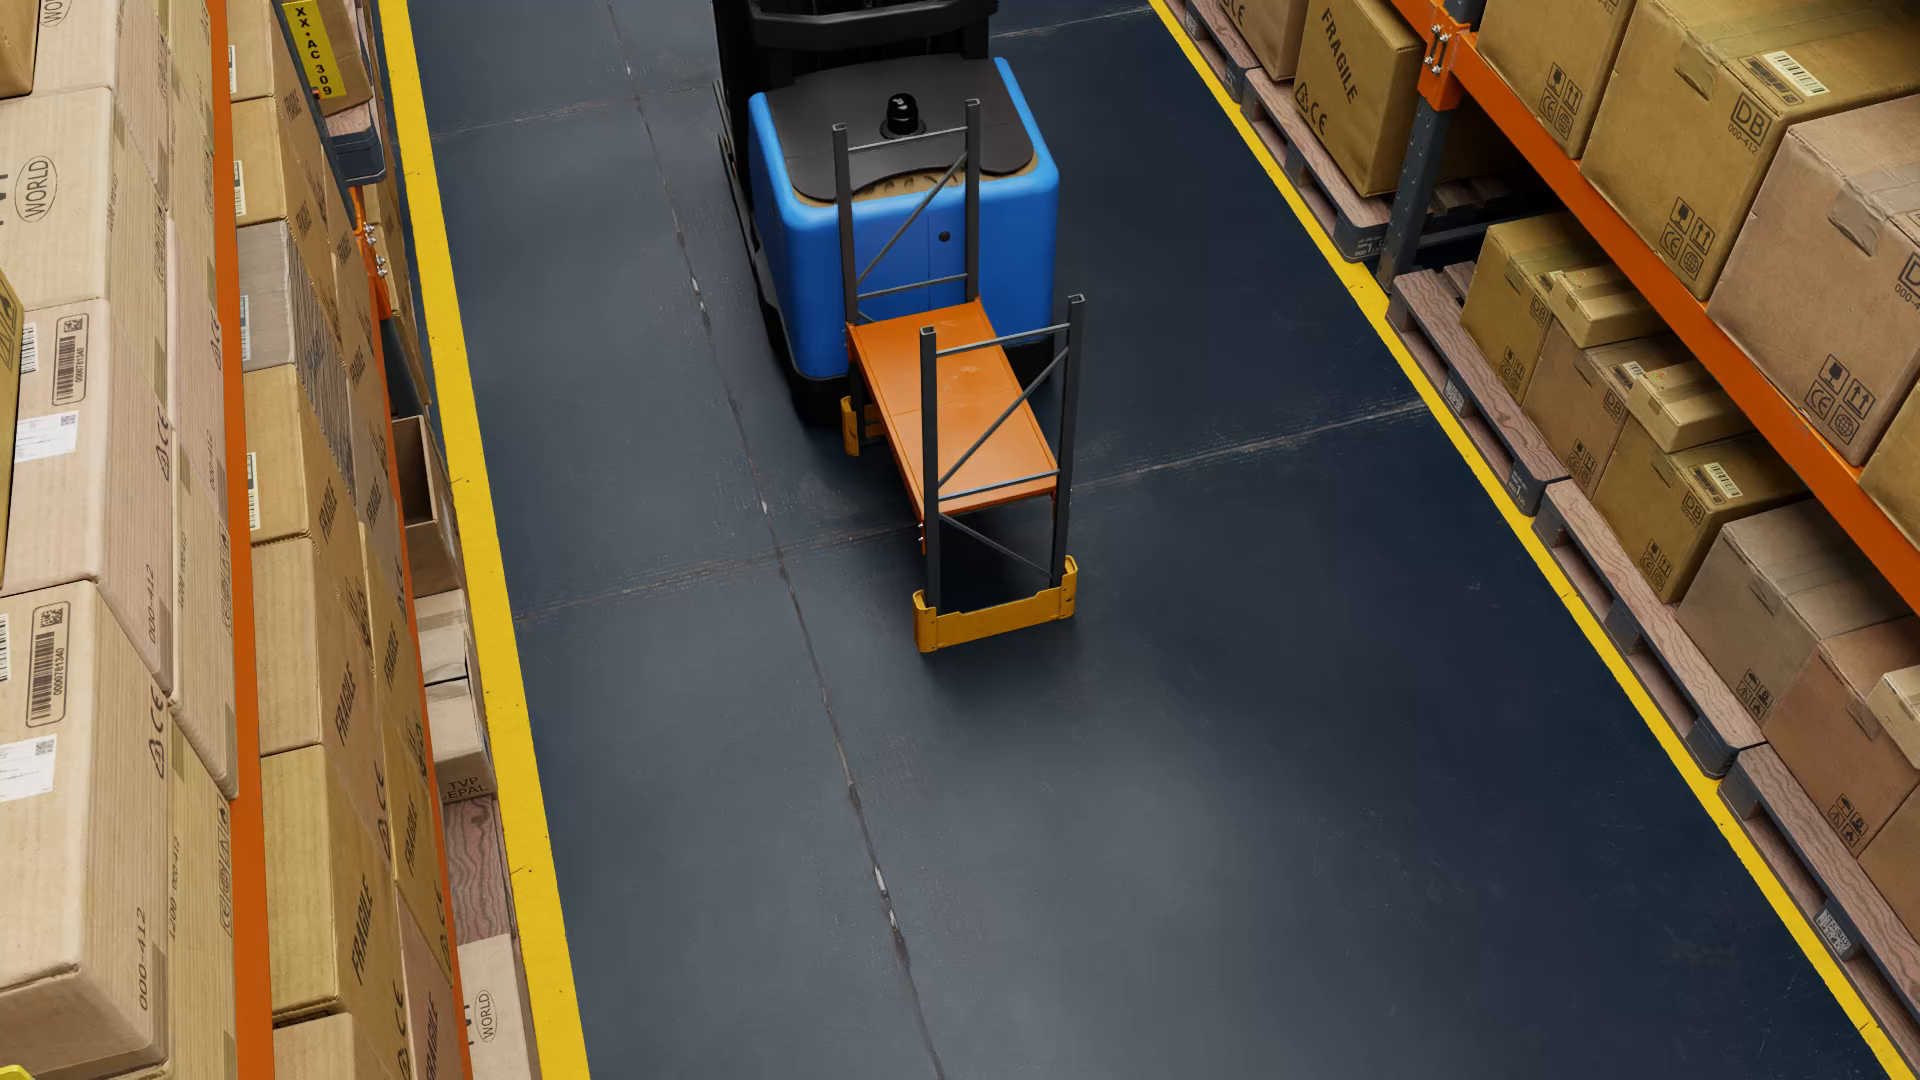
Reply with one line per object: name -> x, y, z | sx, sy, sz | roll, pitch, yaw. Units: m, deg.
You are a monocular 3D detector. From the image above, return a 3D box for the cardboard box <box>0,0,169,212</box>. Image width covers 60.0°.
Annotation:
cardboard box -> -1.598, -0.737, 2.719 | 0.500, 0.250, 0.500 | -13, 51, -11

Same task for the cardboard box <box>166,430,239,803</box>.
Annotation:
cardboard box -> -1.300, 0.154, 2.295 | 0.500, 0.250, 0.500 | -13, 51, -11

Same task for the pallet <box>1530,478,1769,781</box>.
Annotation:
pallet -> 2.807, 0.193, 5.949 | 1.003, 0.211, 1.213 | -13, 51, -11

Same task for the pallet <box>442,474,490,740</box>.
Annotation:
pallet -> -2.236, 0.352, 5.815 | 1.003, 0.211, 1.213 | -13, 51, -11

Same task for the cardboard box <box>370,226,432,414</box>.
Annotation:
cardboard box -> -2.349, -0.793, 6.304 | 0.500, 0.500, 0.500 | -15, 52, -13

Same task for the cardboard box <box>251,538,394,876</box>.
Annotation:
cardboard box -> -1.440, 0.388, 3.242 | 0.500, 0.500, 0.500 | -13, 51, -10

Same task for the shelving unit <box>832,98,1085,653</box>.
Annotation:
shelving unit -> -0.023, -0.539, 5.724 | 0.587, 1.500, 1.083 | -13, 51, -11

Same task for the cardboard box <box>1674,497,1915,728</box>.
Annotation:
cardboard box -> 2.875, 0.199, 5.480 | 0.700, 0.500, 0.500 | -15, 51, -12

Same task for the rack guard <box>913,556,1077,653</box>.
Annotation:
rack guard -> 0.125, 0.227, 5.895 | 0.587, 0.250, 0.087 | -13, 51, -11

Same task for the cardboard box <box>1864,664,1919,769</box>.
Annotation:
cardboard box -> 2.884, 0.484, 4.816 | 0.380, 0.149, 0.250 | -12, 51, -10

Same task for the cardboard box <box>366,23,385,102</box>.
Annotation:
cardboard box -> -2.968, -2.298, 7.573 | 0.500, 0.500, 0.500 | -15, 51, -12

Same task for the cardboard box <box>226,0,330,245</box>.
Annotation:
cardboard box -> -2.042, -1.092, 4.490 | 0.500, 0.500, 0.500 | -13, 51, -11

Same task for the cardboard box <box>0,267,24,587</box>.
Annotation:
cardboard box -> -1.490, -0.204, 1.779 | 0.700, 0.500, 0.500 | -13, 51, -11

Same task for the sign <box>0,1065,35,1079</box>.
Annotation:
sign -> -0.737, 0.502, 1.332 | 0.100, 0.325, 0.005 | -13, 51, -11

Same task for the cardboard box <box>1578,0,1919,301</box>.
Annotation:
cardboard box -> 2.648, -1.334, 5.216 | 0.980, 0.700, 0.700 | -14, 51, -12

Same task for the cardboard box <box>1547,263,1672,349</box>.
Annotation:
cardboard box -> 2.343, -0.849, 5.940 | 0.380, 0.149, 0.250 | -12, 51, -10

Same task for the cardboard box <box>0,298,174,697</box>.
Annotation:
cardboard box -> -1.300, -0.008, 2.104 | 0.500, 0.250, 0.500 | -13, 51, -11

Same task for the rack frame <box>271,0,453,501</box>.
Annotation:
rack frame -> -2.439, -1.049, 5.172 | 1.000, 3.000, 0.127 | -13, 51, -11

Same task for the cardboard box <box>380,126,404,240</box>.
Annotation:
cardboard box -> -2.658, -1.547, 6.939 | 0.500, 0.500, 0.500 | -13, 51, -11

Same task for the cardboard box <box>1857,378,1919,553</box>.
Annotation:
cardboard box -> 3.089, -0.246, 4.299 | 0.980, 0.700, 0.700 | -14, 51, -11

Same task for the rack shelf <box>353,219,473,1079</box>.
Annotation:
rack shelf -> -1.847, 0.644, 4.216 | 1.077, 0.370, 4.000 | -13, 51, -11

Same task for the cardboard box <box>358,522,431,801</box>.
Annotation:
cardboard box -> -1.585, 0.349, 3.929 | 0.500, 0.500, 0.500 | -13, 51, -10

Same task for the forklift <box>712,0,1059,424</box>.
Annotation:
forklift -> -0.482, -2.558, 6.490 | 1.130, 2.935, 3.031 | -11, 51, -9

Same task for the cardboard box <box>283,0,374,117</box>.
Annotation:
cardboard box -> -2.365, -1.613, 5.308 | 0.700, 0.500, 0.500 | -30, 56, -23

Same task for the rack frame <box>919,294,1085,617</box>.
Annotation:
rack frame -> 0.125, -0.174, 5.416 | 0.500, 1.500, 0.032 | -13, 51, -11

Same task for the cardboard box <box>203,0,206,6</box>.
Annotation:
cardboard box -> -1.903, -1.304, 3.524 | 0.500, 0.250, 0.500 | -13, 51, -11

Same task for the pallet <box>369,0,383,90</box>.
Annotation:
pallet -> -3.437, -2.517, 8.234 | 1.003, 0.211, 1.213 | -13, 51, -11

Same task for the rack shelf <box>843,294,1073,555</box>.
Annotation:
rack shelf -> -0.025, -0.430, 5.867 | 0.538, 0.185, 1.000 | -13, 51, -11

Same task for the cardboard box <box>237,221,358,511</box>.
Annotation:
cardboard box -> -1.739, -0.351, 3.864 | 0.500, 0.500, 0.500 | -13, 51, -11

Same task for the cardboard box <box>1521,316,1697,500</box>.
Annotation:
cardboard box -> 2.561, -0.564, 6.124 | 0.700, 0.500, 0.500 | -14, 51, -11

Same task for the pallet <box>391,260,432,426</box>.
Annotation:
pallet -> -2.715, -0.735, 6.732 | 1.003, 0.211, 1.213 | -13, 51, -11

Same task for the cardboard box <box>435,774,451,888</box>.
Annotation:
cardboard box -> -1.878, 0.985, 4.803 | 0.797, 0.503, 0.637 | -13, 51, -11

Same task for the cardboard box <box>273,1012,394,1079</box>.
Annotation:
cardboard box -> -1.135, 1.135, 2.612 | 0.500, 0.500, 0.500 | -12, 51, -10

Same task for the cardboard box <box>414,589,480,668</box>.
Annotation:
cardboard box -> -1.831, 0.341, 5.578 | 0.380, 0.149, 0.250 | -13, 51, -11

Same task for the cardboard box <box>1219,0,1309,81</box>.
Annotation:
cardboard box -> 1.710, -2.708, 7.702 | 0.750, 0.750, 0.750 | -12, 51, -10

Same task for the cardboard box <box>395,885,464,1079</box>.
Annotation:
cardboard box -> -1.293, 1.081, 3.311 | 0.500, 0.500, 0.500 | -14, 51, -11

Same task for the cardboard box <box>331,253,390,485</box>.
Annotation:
cardboard box -> -1.892, -0.398, 4.558 | 0.500, 0.500, 0.500 | -12, 51, -10

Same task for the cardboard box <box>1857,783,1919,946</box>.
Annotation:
cardboard box -> 3.173, 0.932, 4.863 | 0.700, 0.500, 0.500 | -13, 51, -11

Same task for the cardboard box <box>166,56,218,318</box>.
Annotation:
cardboard box -> -1.604, -0.575, 2.909 | 0.500, 0.250, 0.500 | -13, 51, -11

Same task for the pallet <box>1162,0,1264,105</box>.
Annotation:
pallet -> 1.628, -2.712, 8.398 | 1.003, 0.211, 1.213 | -13, 51, -11

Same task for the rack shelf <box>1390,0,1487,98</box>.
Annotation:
rack shelf -> 1.701, -3.400, 7.625 | 1.077, 0.370, 4.000 | -13, 51, -11
